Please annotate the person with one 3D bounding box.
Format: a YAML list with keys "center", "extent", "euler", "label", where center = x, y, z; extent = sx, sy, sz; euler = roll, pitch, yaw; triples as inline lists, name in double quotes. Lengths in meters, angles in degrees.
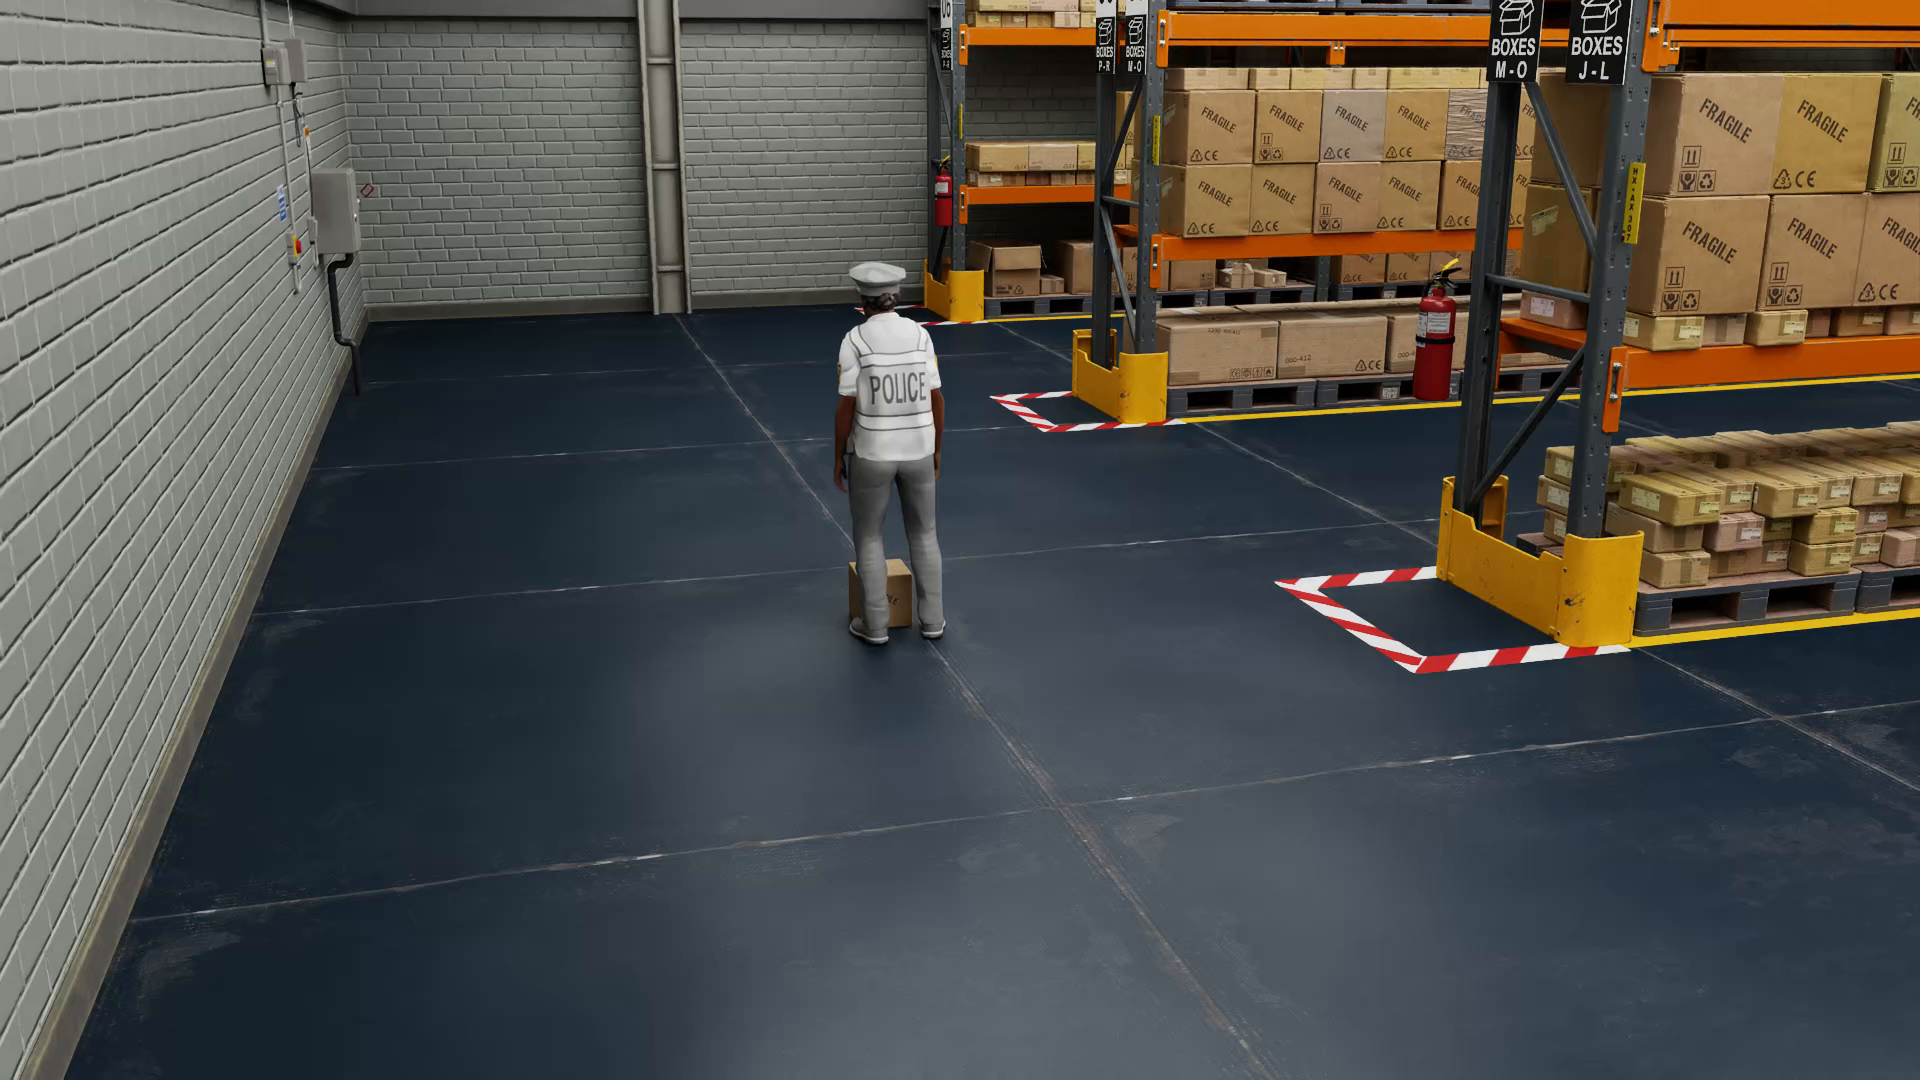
- center: [-0.297, -0.365, 7.296]
  extent: [0.532, 1.661, 0.393]
  euler: [-5, 17, -18]
  label: "person"
